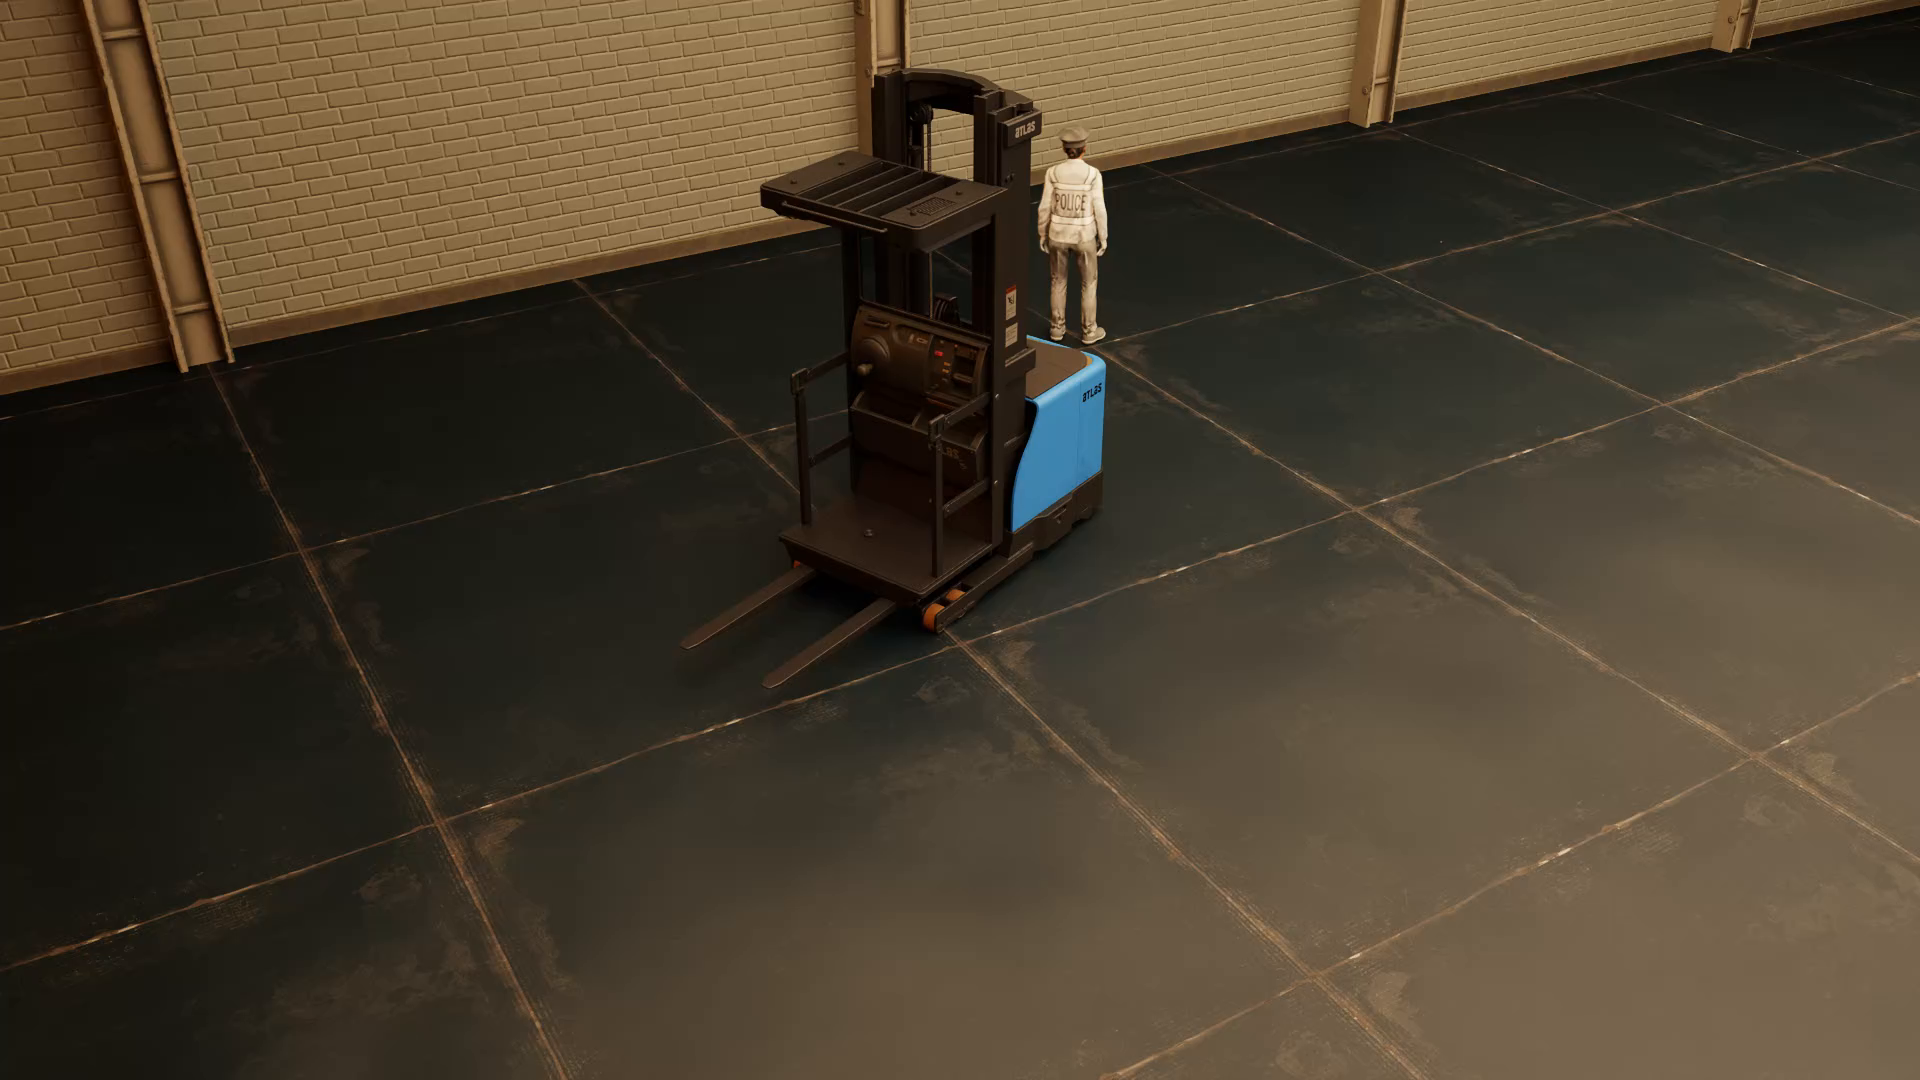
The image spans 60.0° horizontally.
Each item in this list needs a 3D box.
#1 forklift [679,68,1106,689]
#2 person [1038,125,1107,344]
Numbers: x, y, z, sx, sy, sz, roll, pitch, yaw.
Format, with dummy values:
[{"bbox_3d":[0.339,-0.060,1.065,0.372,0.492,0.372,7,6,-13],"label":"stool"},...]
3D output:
[{"bbox_3d":[-0.365,-1.007,9.329,1.130,2.935,3.031,21,37,31],"label":"forklift"},{"bbox_3d":[0.865,-2.314,12.747,0.547,1.664,0.374,7,32,12],"label":"person"}]
